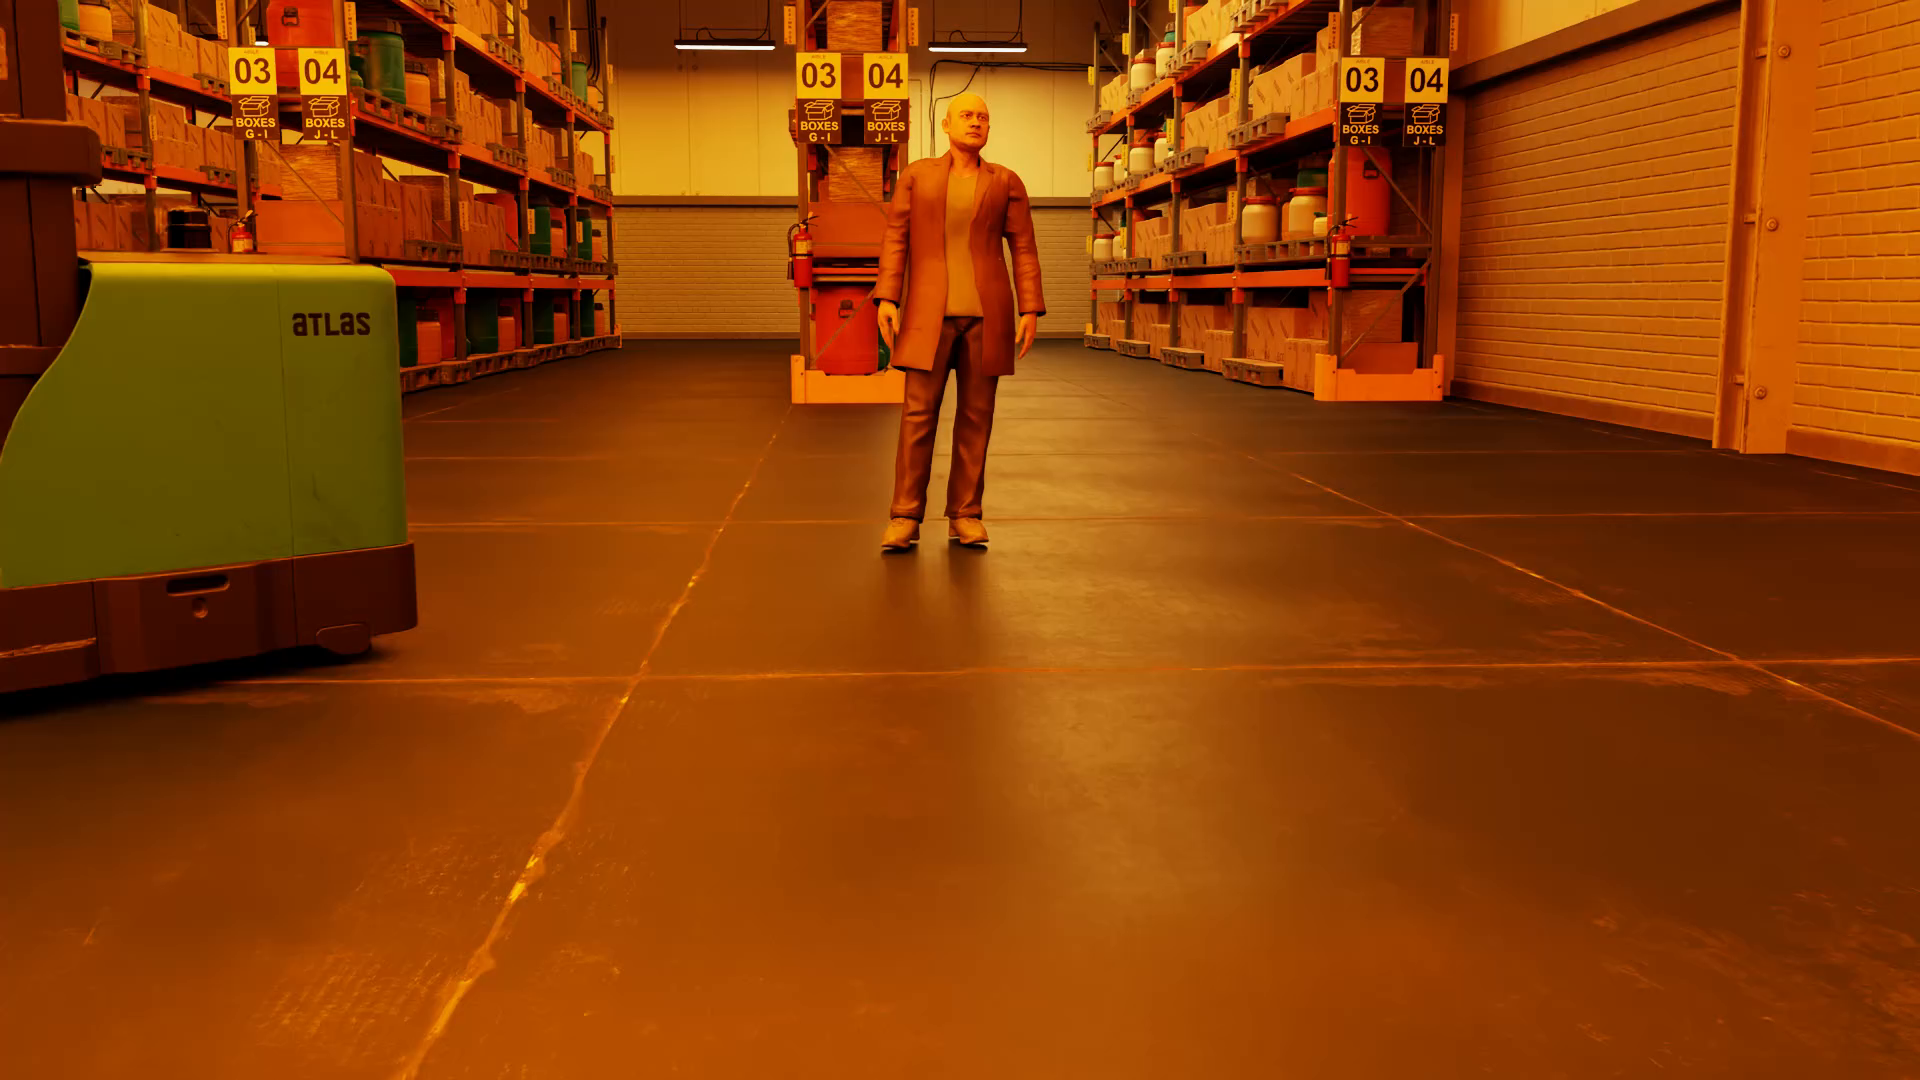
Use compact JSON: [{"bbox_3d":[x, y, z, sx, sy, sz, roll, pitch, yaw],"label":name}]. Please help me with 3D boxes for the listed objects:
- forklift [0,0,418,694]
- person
[{"bbox_3d":[-2.936,-1.034,3.792,3.031,2.935,1.130,-8,12,-44],"label":"forklift"},{"bbox_3d":[0.002,-0.873,6.587,0.696,1.777,0.579,-1,8,-4],"label":"person"}]
